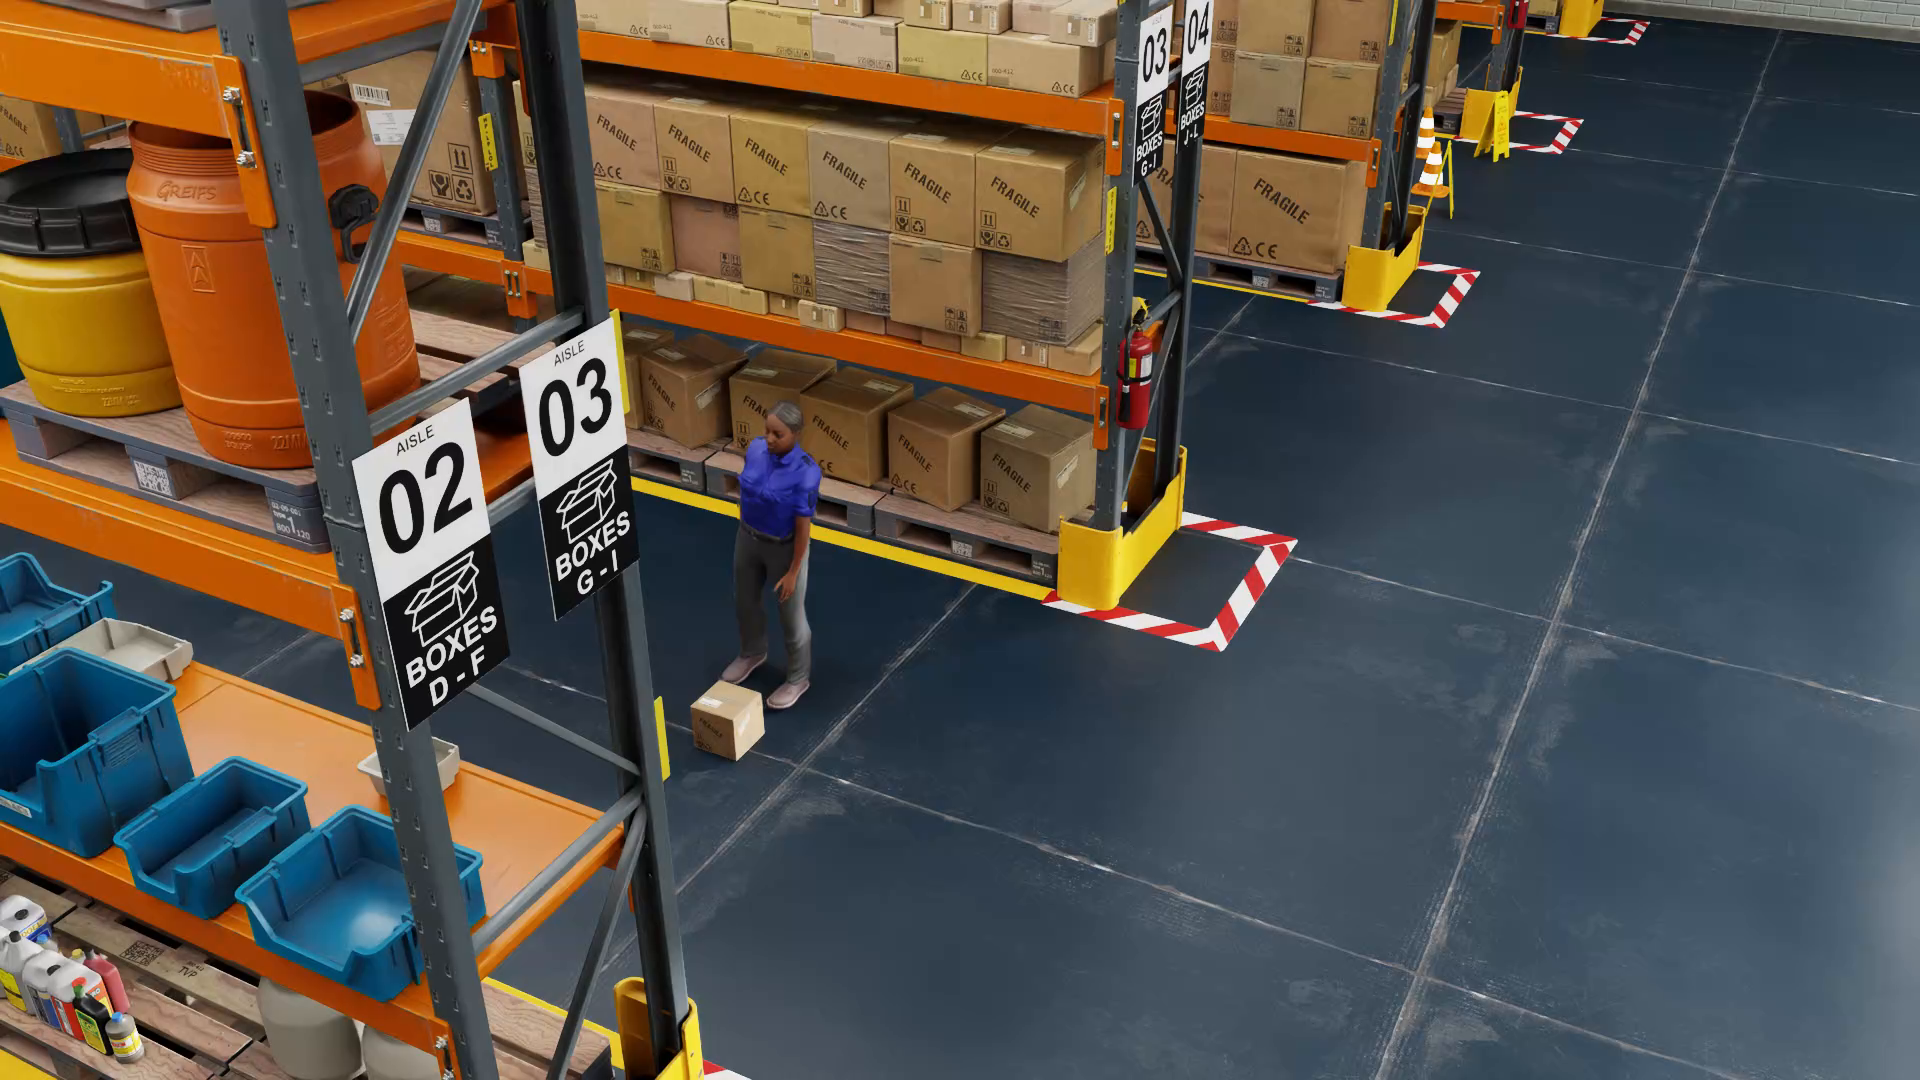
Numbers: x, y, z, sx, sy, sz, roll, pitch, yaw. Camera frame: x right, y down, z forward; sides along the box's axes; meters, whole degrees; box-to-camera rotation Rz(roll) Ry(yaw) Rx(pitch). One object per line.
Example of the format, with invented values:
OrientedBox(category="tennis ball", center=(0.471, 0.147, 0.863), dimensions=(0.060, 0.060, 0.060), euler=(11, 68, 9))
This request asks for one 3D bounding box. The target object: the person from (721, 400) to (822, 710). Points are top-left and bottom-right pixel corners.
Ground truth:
OrientedBox(category="person", center=(-0.953, 0.059, 8.180), dimensions=(0.606, 1.663, 0.372), euler=(14, 33, 23))
